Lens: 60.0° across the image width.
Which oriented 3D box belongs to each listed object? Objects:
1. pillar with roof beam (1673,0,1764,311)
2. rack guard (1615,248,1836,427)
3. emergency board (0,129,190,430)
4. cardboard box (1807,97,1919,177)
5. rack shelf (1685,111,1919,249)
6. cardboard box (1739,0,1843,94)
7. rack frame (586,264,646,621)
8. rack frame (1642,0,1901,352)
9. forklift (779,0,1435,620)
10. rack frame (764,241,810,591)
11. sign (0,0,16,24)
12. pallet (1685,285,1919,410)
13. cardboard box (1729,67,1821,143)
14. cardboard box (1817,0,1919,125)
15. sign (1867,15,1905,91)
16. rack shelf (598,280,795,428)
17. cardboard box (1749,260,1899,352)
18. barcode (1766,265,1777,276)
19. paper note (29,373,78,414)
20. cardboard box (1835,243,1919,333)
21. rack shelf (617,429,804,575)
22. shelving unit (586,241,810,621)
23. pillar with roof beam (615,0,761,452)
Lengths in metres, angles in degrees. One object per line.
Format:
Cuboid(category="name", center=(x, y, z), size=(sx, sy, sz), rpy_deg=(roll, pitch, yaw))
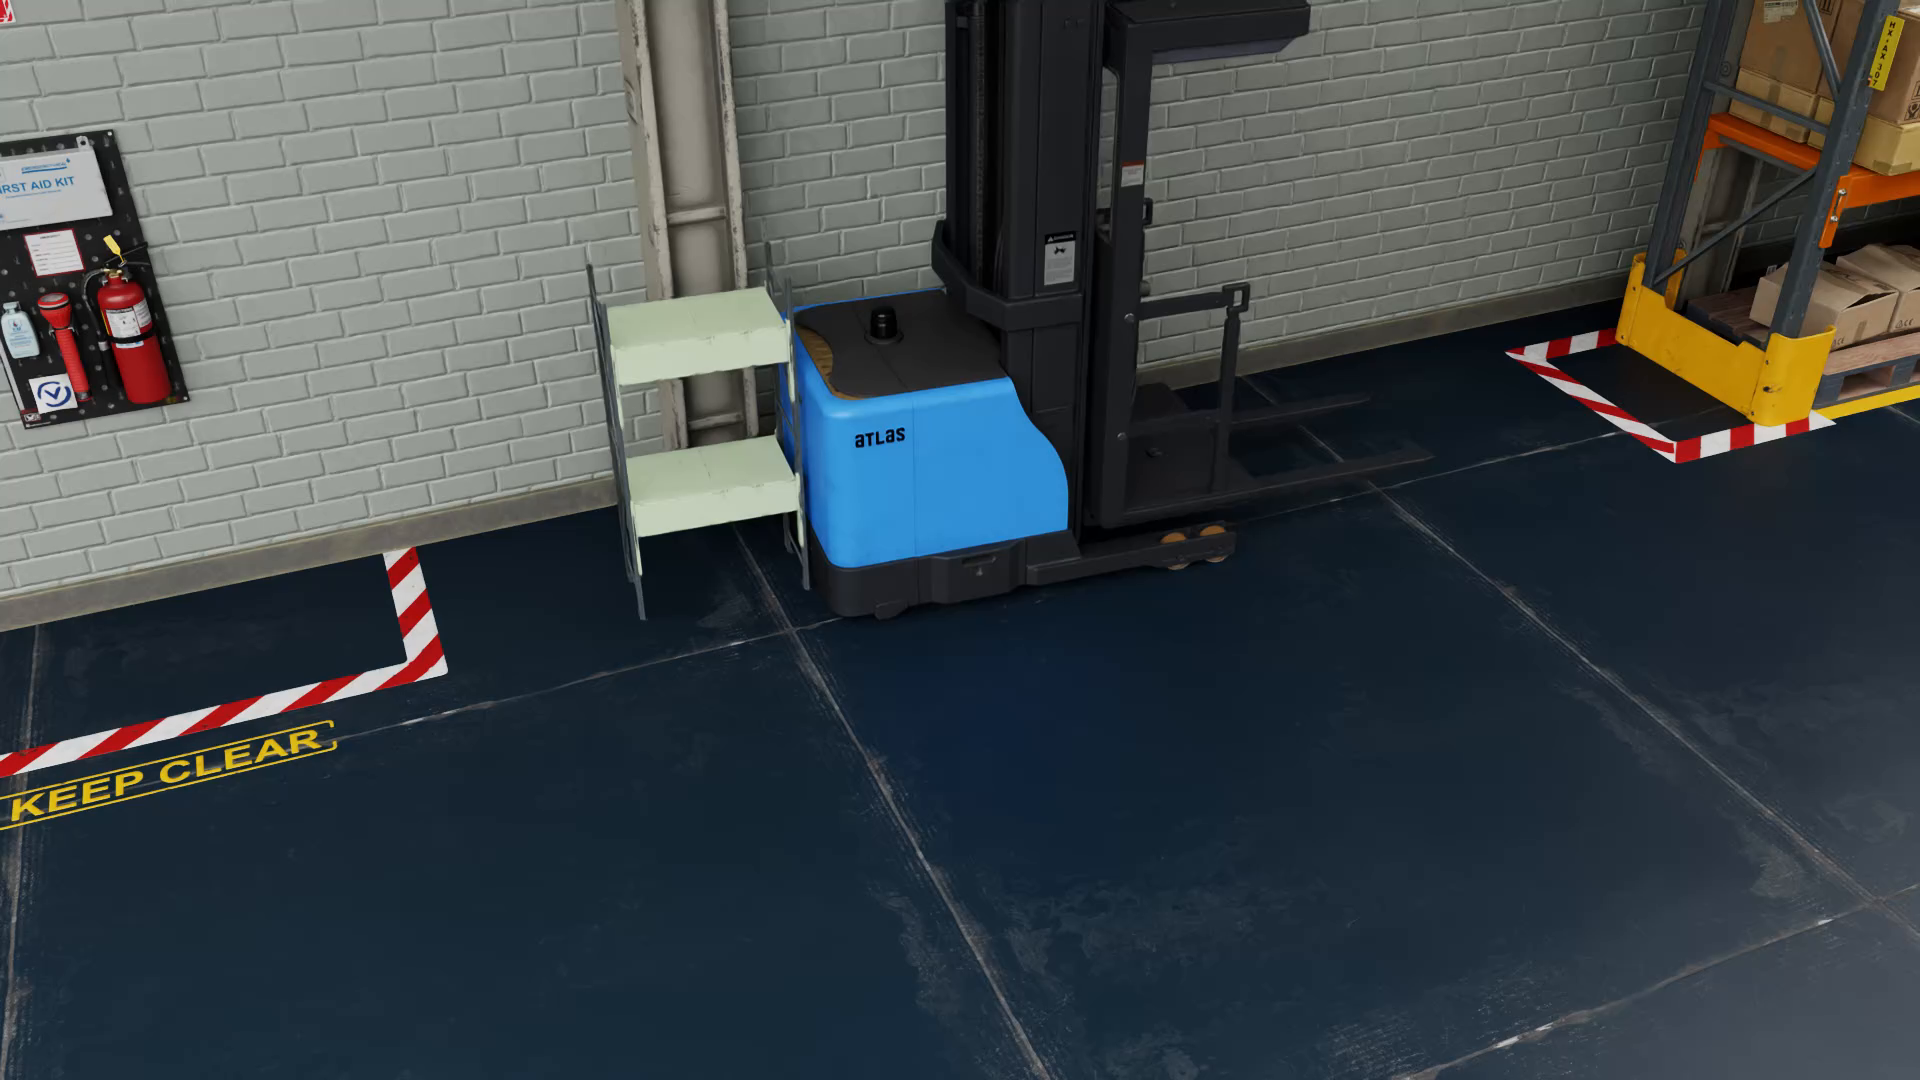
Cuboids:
Cuboid(category="pillar with roof beam", center=(6.020, -3.082, 4.236), size=(0.400, 9.000, 9.100), rpy_deg=(-13, 35, -19))
Cuboid(category="rack guard", center=(4.113, -1.118, 9.010), size=(0.348, 0.500, 1.175), rpy_deg=(-13, 35, -19))
Cuboid(category="emergency board", center=(-3.472, -0.963, 6.480), size=(0.643, 1.169, 0.194), rpy_deg=(-13, 35, -19))
Cuboid(category="cardboard box", center=(4.616, -2.039, 8.252), size=(0.500, 0.250, 0.500), rpy_deg=(-14, 36, -20))
Cuboid(category="rack shelf", center=(5.887, -2.271, 9.149), size=(4.000, 0.370, 1.077), rpy_deg=(-13, 35, -19))
Cuboid(category="cardboard box", center=(4.396, -2.616, 8.452), size=(0.500, 0.500, 0.500), rpy_deg=(-13, 35, -19))
Cuboid(category="rack frame", center=(-1.436, -0.382, 6.961), size=(0.023, 1.500, 0.400), rpy_deg=(-10, 34, -15))
Cuboid(category="rack frame", center=(4.043, -2.150, 8.304), size=(0.127, 3.000, 1.000), rpy_deg=(-13, 35, -19))
Cuboid(category="forklift", center=(0.737, -1.356, 7.146), size=(3.031, 2.935, 1.130), rpy_deg=(-10, 34, -15))
Cuboid(category="rack frame", center=(-0.741, -0.508, 7.155), size=(0.023, 1.500, 0.400), rpy_deg=(-10, 34, -15))
Cuboid(category="sign", center=(-3.518, -1.983, 5.922), size=(0.199, 0.298, 0.001), rpy_deg=(-13, 35, -19))
Cuboid(category="pallet", center=(4.876, -1.151, 9.325), size=(1.213, 0.211, 1.003), rpy_deg=(-13, 35, -19))
Cuboid(category="cardboard box", center=(4.399, -2.292, 8.641), size=(0.500, 0.250, 0.500), rpy_deg=(-12, 35, -18))
Cuboid(category="cardboard box", center=(4.600, -2.359, 8.057), size=(0.500, 0.500, 0.500), rpy_deg=(-13, 35, -19))
Cuboid(category="sign", center=(4.253, -2.240, 7.648), size=(0.005, 0.325, 0.100), rpy_deg=(-13, 35, -19))
Cuboid(category="rack shelf", center=(-1.088, -0.772, 6.845), size=(0.720, 0.370, 0.431), rpy_deg=(-10, 34, -15))
Cuboid(category="cardboard box", center=(4.716, -1.308, 9.072), size=(0.500, 0.311, 0.500), rpy_deg=(-17, 37, -24))
Cuboid(category="barcode", center=(4.578, -1.517, 9.385), size=(0.075, 0.075, 0.001), rpy_deg=(-13, 35, -19))
Cuboid(category="paper note", center=(-3.662, -0.591, 6.716), size=(0.142, 0.148, 0.016), rpy_deg=(-13, 35, -19))
Cuboid(category="cardboard box", center=(5.242, -1.429, 9.257), size=(0.500, 0.311, 0.500), rpy_deg=(-10, 34, -15))
Cuboid(category="rack shelf", center=(-1.088, -0.171, 7.236), size=(0.720, 0.370, 0.431), rpy_deg=(-10, 34, -15))
Cuboid(category="shelving unit", center=(-1.088, -0.445, 7.058), size=(0.755, 1.500, 0.431), rpy_deg=(-10, 34, -15))
Cuboid(category="pillar with roof beam", center=(0.488, -1.816, 2.289), size=(0.400, 9.000, 9.100), rpy_deg=(-13, 35, -19))
